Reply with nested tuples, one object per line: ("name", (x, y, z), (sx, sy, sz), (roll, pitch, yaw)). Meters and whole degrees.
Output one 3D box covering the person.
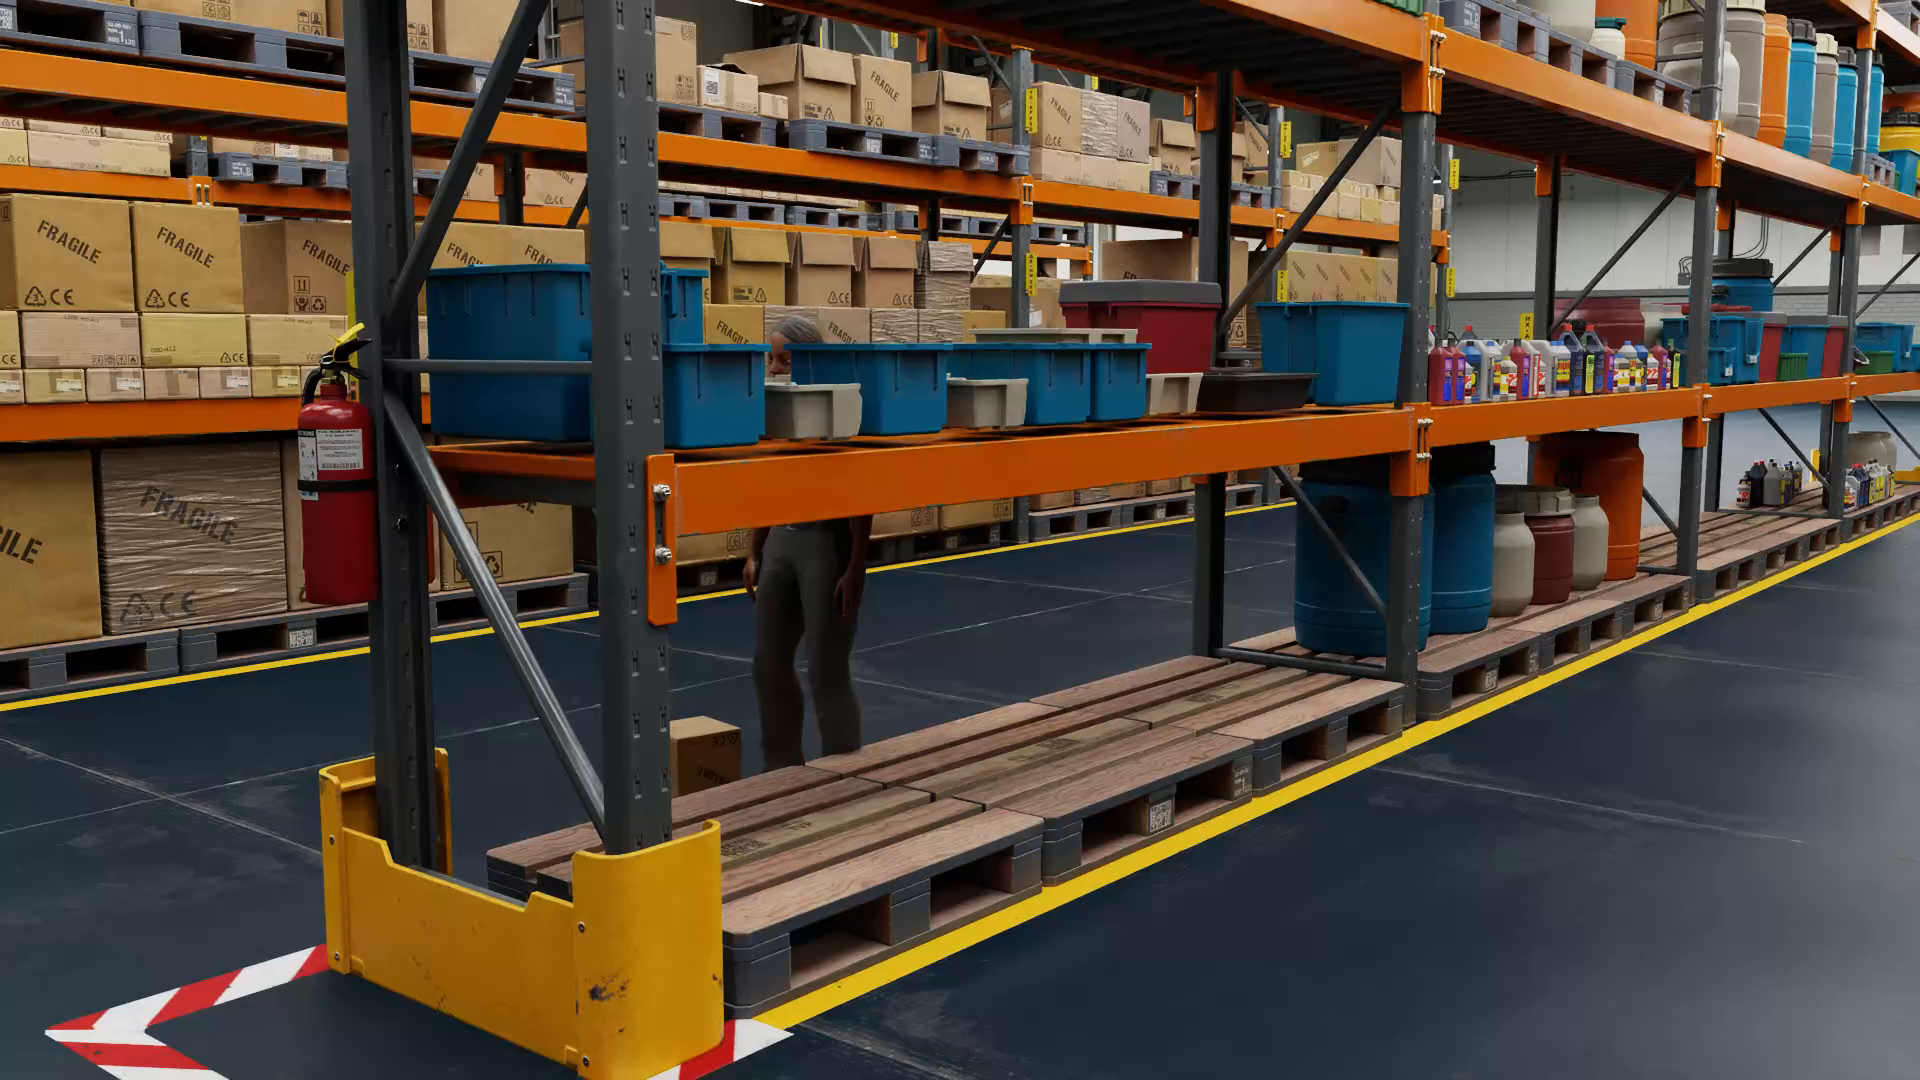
("person", (-0.518, 0.086, 5.541), (0.521, 1.654, 0.352), (5, 8, 37))
